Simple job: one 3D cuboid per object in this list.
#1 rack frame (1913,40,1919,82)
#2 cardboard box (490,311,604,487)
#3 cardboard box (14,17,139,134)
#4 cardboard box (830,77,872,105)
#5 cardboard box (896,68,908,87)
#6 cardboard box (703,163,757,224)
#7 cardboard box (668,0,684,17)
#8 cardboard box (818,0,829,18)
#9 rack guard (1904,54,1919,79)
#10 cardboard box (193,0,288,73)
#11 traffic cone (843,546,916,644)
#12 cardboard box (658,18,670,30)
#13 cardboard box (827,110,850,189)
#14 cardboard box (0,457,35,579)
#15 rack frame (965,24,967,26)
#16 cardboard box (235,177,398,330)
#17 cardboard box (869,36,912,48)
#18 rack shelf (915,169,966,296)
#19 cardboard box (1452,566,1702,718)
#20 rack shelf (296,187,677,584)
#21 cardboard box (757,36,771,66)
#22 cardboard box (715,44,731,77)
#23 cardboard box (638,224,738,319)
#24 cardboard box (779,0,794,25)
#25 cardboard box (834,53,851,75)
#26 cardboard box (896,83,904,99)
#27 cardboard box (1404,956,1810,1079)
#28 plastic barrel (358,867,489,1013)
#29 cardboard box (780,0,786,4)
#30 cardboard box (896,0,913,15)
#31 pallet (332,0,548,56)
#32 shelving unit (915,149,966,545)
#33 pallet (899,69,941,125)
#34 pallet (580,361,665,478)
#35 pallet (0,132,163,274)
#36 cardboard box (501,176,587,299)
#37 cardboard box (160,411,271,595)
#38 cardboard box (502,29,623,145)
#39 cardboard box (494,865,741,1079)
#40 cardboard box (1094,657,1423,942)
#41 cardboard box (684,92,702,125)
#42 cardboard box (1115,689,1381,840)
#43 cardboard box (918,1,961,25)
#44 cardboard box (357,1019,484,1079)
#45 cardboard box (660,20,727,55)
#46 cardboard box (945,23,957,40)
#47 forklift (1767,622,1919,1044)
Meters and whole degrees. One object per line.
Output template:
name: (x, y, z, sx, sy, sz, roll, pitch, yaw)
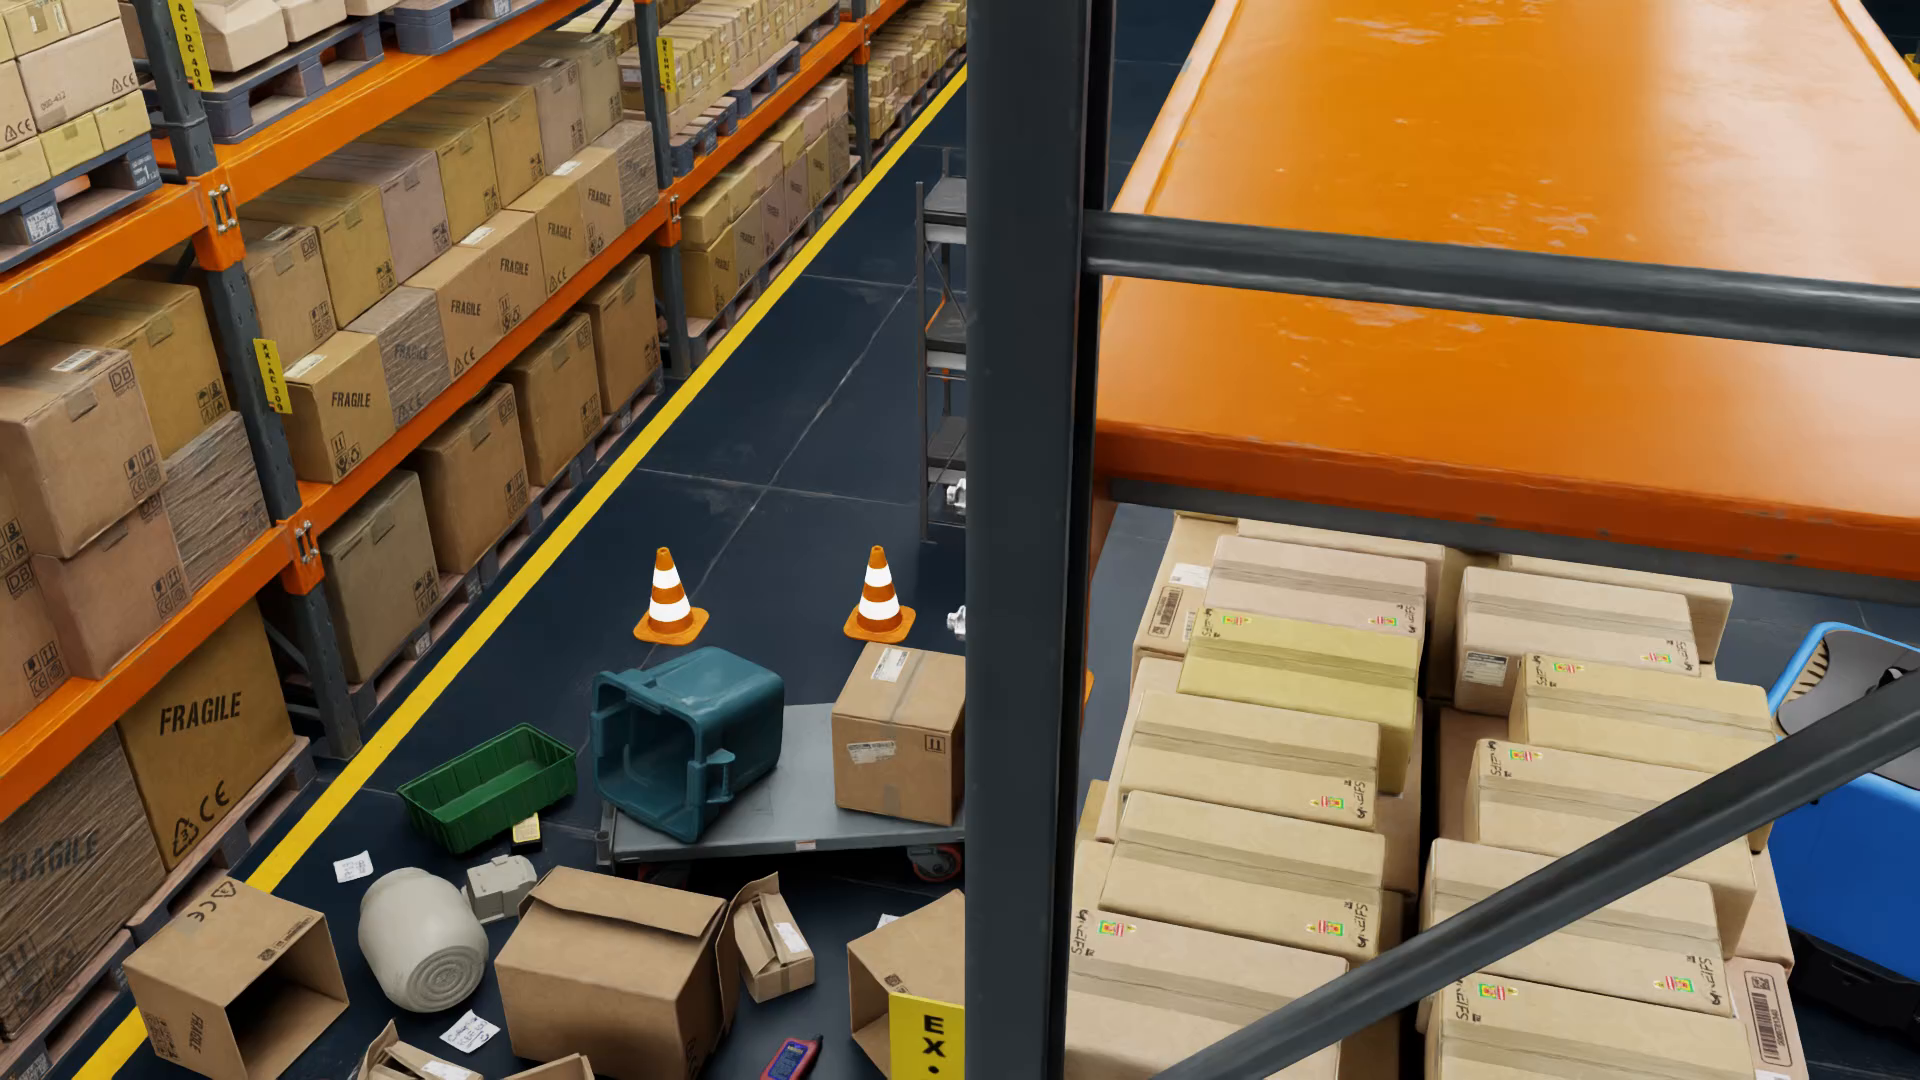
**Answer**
rack frame: (9.365, -5.264, 14.804, 1.000, 3.000, 0.127, 8, 33, 12)
cardboard box: (-2.741, -0.878, 9.610, 1.050, 0.750, 0.750, 9, 33, 13)
cardboard box: (-3.172, -1.589, 5.606, 0.500, 0.250, 0.500, 8, 33, 12)
cardboard box: (-0.978, -3.859, 14.306, 0.380, 0.149, 0.250, 9, 34, 14)
cardboard box: (-0.696, -4.282, 15.248, 0.380, 0.149, 0.250, 10, 34, 15)
cardboard box: (-1.743, -2.435, 11.593, 0.500, 0.250, 0.500, 8, 33, 12)
cardboard box: (-2.203, -3.853, 11.872, 0.380, 0.149, 0.250, 9, 34, 14)
cardboard box: (-1.240, -4.187, 12.953, 0.380, 0.149, 0.250, 8, 33, 13)
rack guard: (9.346, -4.170, 15.413, 1.175, 0.500, 0.348, 8, 33, 12)
cardboard box: (-2.901, -2.040, 6.578, 0.258, 0.266, 0.396, 7, 33, 12)
traffic cone: (-0.415, 0.239, 8.512, 0.336, 0.463, 0.334, 8, 33, 12)
cardboard box: (-2.271, -3.593, 11.741, 0.380, 0.149, 0.250, 9, 34, 14)
cardboard box: (-1.210, -3.188, 13.477, 0.500, 0.500, 0.500, 7, 33, 11)
cardboard box: (-3.720, -0.102, 5.538, 0.875, 0.550, 0.550, 8, 33, 12)
rack frame: (-0.251, -6.559, 16.842, 1.000, 3.000, 0.127, 8, 33, 12)
cardboard box: (-3.047, -1.322, 7.578, 0.700, 0.500, 0.500, 7, 33, 12)
cardboard box: (-0.657, -4.544, 15.383, 0.380, 0.149, 0.250, 7, 33, 10)
rack shelf: (0.042, -1.551, 8.523, 0.431, 0.518, 0.480, 8, 33, 12)
cardboard box: (1.068, 0.196, 2.910, 0.380, 0.149, 0.250, 8, 33, 12)
rack shelf: (-2.788, -1.067, 8.872, 1.077, 0.370, 4.000, 8, 33, 12)
cardboard box: (-1.570, -3.507, 11.883, 0.380, 0.149, 0.250, 7, 33, 11)
cardboard box: (-1.769, -3.239, 11.184, 0.380, 0.149, 0.250, 8, 33, 13)
cardboard box: (-1.855, -1.863, 11.392, 0.500, 0.500, 0.500, 7, 33, 10)
cardboard box: (-1.439, -3.904, 12.231, 0.380, 0.149, 0.250, 6, 33, 10)
cardboard box: (-1.203, -4.321, 15.032, 0.380, 0.149, 0.250, 9, 34, 14)
cardboard box: (-0.732, -4.160, 15.334, 0.380, 0.149, 0.250, 7, 33, 10)
cardboard box: (0.888, 0.812, 2.313, 0.500, 0.250, 0.500, 7, 33, 12)
plastic barrel: (-2.100, 1.553, 6.483, 0.421, 0.421, 0.512, -21, 38, -29)
cardboard box: (-1.446, -4.034, 12.158, 0.380, 0.149, 0.250, 7, 33, 11)
cardboard box: (-0.666, -5.399, 16.729, 0.380, 0.149, 0.250, 9, 33, 13)
pallet: (-2.674, -2.672, 8.107, 1.003, 0.211, 1.213, 10, 34, 15)
shelving unit: (0.042, -0.972, 8.892, 0.431, 2.100, 0.503, 8, 33, 12)
pallet: (-0.822, -4.295, 15.880, 1.003, 0.211, 1.213, 8, 33, 12)
pallet: (-2.554, -0.832, 10.432, 1.003, 0.211, 1.213, 8, 33, 12)
pallet: (-3.514, -1.138, 5.600, 1.003, 0.211, 1.213, 8, 33, 12)
cardboard box: (-2.390, -1.662, 9.045, 0.500, 0.500, 0.500, 7, 33, 12)
cardboard box: (-3.378, -0.202, 6.703, 0.875, 0.550, 0.550, 8, 33, 12)
cardboard box: (-2.404, -2.640, 9.652, 0.700, 0.500, 0.500, 8, 33, 12)
cardboard box: (-1.271, 1.619, 6.178, 0.797, 0.637, 0.503, 8, 33, 12)
cardboard box: (0.514, 0.476, 2.842, 0.500, 0.250, 0.500, 8, 33, 12)
cardboard box: (-1.904, -2.823, 10.807, 0.380, 0.149, 0.250, 10, 34, 15)
cardboard box: (0.453, 0.389, 2.606, 0.380, 0.149, 0.250, 8, 33, 12)
cardboard box: (-0.202, -5.201, 16.417, 0.380, 0.149, 0.250, 7, 33, 11)
cardboard box: (-1.951, 1.964, 5.982, 0.396, 0.266, 0.258, 14, 35, 21)
cardboard box: (-1.776, -3.348, 11.078, 0.380, 0.149, 0.250, 7, 33, 10)
cardboard box: (-0.239, -5.076, 16.498, 0.380, 0.149, 0.250, 7, 33, 10)
forklift: (4.395, 0.679, 5.519, 3.031, 2.935, 1.130, 24, 39, 32)
